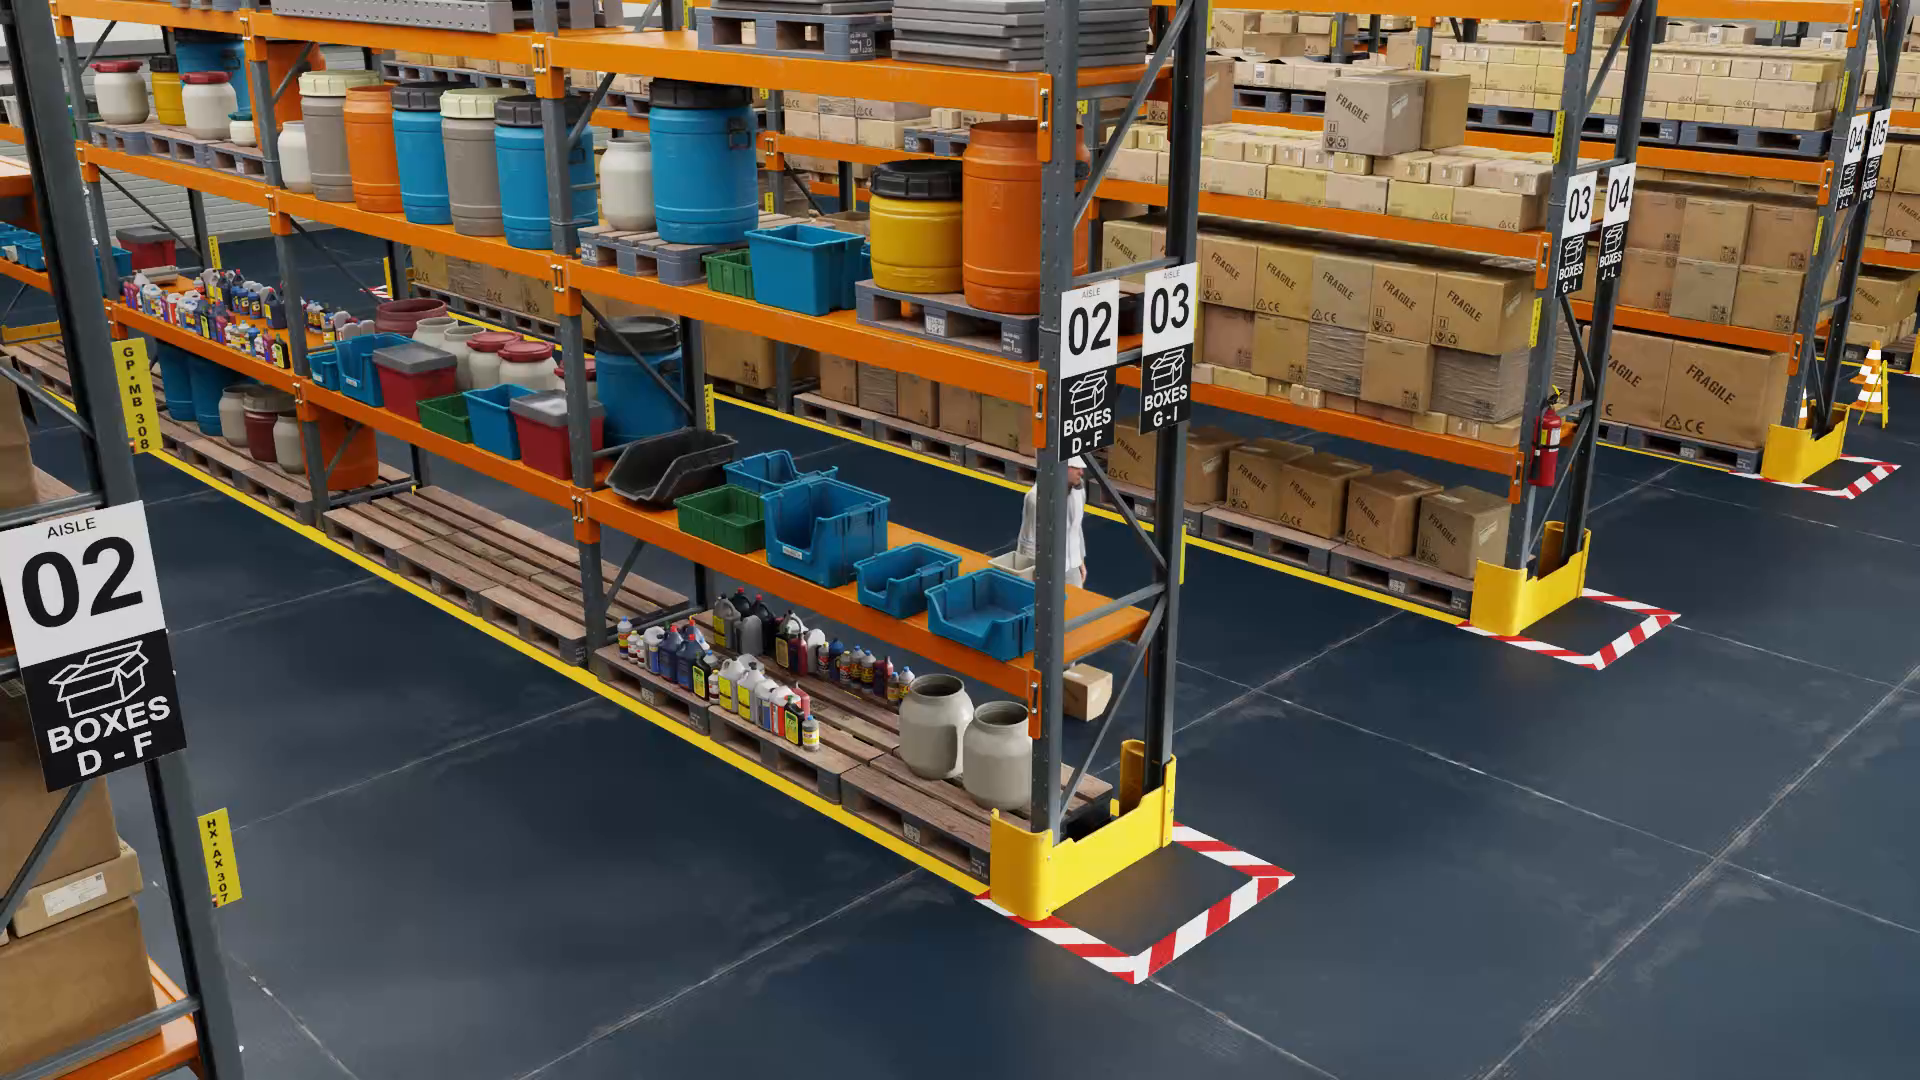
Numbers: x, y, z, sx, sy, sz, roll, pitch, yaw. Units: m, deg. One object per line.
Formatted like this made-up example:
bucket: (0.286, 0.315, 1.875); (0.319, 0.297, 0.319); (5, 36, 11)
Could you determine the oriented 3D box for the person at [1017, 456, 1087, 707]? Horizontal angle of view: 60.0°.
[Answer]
person: (0.607, 0.196, 10.515); (0.476, 1.770, 0.584); (17, 26, 38)
